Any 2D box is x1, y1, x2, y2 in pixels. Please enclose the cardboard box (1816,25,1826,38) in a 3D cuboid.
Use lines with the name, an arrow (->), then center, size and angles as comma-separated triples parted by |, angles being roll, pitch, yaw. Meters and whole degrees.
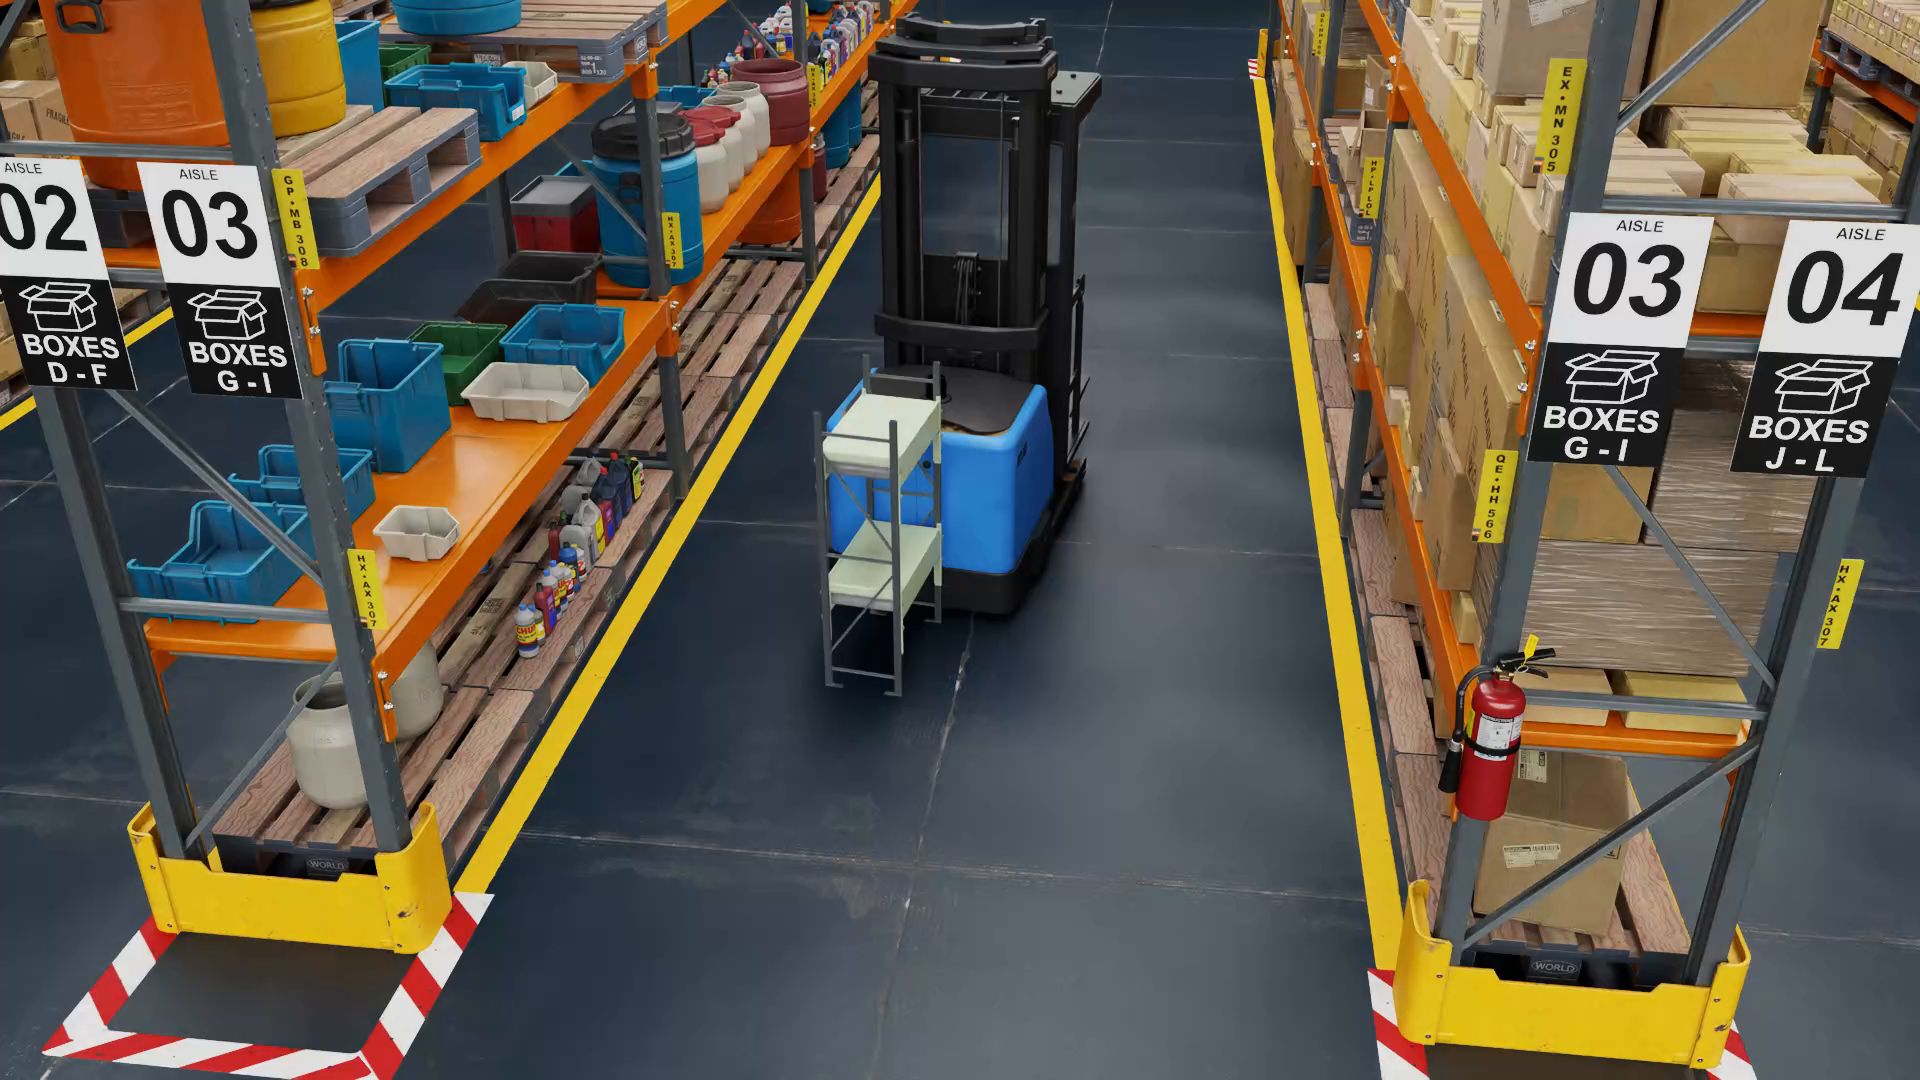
cardboard box -> 8.354, -4.924, 15.992 | 0.380, 0.149, 0.250 | 3, 28, 5

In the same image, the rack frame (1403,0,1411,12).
rack frame -> 2.737, -3.970, 7.631 | 1.000, 3.000, 0.127 | 3, 28, 6

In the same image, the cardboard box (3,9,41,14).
cardboard box -> -10.926, -6.109, 19.435 | 0.380, 0.149, 0.250 | 4, 29, 7

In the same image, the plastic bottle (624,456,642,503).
plastic bottle -> -1.910, -0.369, 9.672 | 0.061, 0.283, 0.133 | 5, 29, 9

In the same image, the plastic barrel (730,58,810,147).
plastic barrel -> -1.444, -3.323, 12.613 | 0.600, 0.536, 0.708 | 3, 28, 6

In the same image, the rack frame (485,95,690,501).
rack frame -> -2.178, -1.617, 9.588 | 1.000, 3.000, 0.127 | 3, 28, 6

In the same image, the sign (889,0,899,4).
sign -> -0.652, -5.471, 16.451 | 0.100, 0.325, 0.005 | 3, 28, 6

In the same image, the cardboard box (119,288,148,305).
cardboard box -> -6.550, -2.022, 12.797 | 0.500, 0.250, 0.500 | 4, 29, 7

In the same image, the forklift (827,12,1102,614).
forklift -> 0.163, -1.578, 9.589 | 1.130, 2.935, 3.031 | 7, 29, 13

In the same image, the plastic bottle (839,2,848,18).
plastic bottle -> -1.129, -4.917, 15.767 | 0.144, 0.351, 0.185 | 3, 28, 6

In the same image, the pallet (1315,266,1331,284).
pallet -> 3.399, -2.351, 13.891 | 1.003, 0.211, 1.213 | 3, 28, 6

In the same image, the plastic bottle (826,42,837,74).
plastic bottle -> -1.131, -4.224, 14.564 | 0.097, 0.271, 0.097 | 0, 28, 0

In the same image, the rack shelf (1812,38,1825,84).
rack shelf -> 8.873, -5.383, 17.339 | 1.077, 0.370, 4.000 | 3, 28, 6

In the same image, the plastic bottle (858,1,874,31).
plastic bottle -> -0.926, -5.123, 16.228 | 0.152, 0.276, 0.135 | 3, 28, 6

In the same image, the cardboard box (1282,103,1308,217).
cardboard box -> 3.449, -3.204, 14.332 | 1.225, 0.875, 0.875 | 3, 29, 6

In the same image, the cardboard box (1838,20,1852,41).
cardboard box -> 8.095, -4.543, 14.843 | 0.380, 0.149, 0.250 | 4, 29, 7

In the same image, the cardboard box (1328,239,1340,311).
cardboard box -> 3.165, -1.988, 12.450 | 0.700, 0.500, 0.500 | 2, 28, 4

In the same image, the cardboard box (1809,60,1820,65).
cardboard box -> 9.239, -5.077, 17.948 | 0.380, 0.149, 0.250 | 4, 29, 8

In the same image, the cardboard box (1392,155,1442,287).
cardboard box -> 2.370, -1.511, 7.920 | 0.500, 0.500, 0.500 | 3, 28, 6

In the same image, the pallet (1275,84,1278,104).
pallet -> 4.035, -4.796, 18.430 | 1.003, 0.211, 1.213 | 3, 28, 6

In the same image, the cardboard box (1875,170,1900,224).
cardboard box -> 8.075, -2.779, 13.939 | 0.500, 0.500, 0.500 | 2, 28, 4

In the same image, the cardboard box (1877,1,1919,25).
cardboard box -> 7.997, -4.446, 14.035 | 0.380, 0.149, 0.250 | 3, 28, 6

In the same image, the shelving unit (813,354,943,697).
shelving unit -> -0.387, -0.074, 8.305 | 0.431, 1.500, 0.755 | 7, 29, 13

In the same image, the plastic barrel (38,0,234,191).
plastic barrel -> -2.735, -1.664, 5.619 | 0.600, 0.830, 0.708 | 3, 28, 6

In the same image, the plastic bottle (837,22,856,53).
plastic bottle -> -1.049, -4.651, 15.351 | 0.152, 0.276, 0.135 | 3, 28, 6

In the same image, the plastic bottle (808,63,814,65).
plastic bottle -> -1.258, -3.848, 13.860 | 0.152, 0.276, 0.135 | 3, 28, 6

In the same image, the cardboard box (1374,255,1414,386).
cardboard box -> 2.525, -1.062, 8.140 | 0.875, 0.500, 0.500 | 3, 28, 6

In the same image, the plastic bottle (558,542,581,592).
plastic bottle -> -2.058, 0.135, 8.750 | 0.097, 0.271, 0.097 | 0, 28, 0

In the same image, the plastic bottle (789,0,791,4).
plastic bottle -> -1.666, -5.183, 16.331 | 0.061, 0.283, 0.133 | 3, 28, 6

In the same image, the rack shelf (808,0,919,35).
rack shelf -> -0.953, -6.007, 18.496 | 1.077, 0.370, 4.000 | 3, 28, 6

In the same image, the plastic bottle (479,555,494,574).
plastic bottle -> -2.614, 0.030, 8.939 | 0.152, 0.276, 0.135 | 3, 28, 6

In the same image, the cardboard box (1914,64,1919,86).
cardboard box -> 7.871, -3.691, 13.260 | 0.380, 0.149, 0.250 | 2, 28, 4

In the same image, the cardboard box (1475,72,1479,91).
cardboard box -> 2.218, -1.763, 6.435 | 0.380, 0.149, 0.250 | 2, 28, 4

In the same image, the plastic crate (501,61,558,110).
plastic crate -> -1.974, -2.042, 7.493 | 0.243, 0.136, 0.396 | 3, 28, 6

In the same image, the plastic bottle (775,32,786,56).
plastic bottle -> -1.649, -4.556, 15.253 | 0.097, 0.201, 0.097 | 0, 28, 0

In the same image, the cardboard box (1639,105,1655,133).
cardboard box -> 2.704, -1.602, 6.137 | 0.380, 0.149, 0.250 | 2, 28, 4

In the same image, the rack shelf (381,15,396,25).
rack shelf -> -6.359, -4.414, 15.539 | 1.077, 0.370, 4.000 | 3, 28, 6

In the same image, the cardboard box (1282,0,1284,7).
cardboard box -> 3.555, -5.631, 17.304 | 0.380, 0.149, 0.250 | 4, 29, 7

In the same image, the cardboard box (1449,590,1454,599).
cardboard box -> 2.134, 0.163, 6.549 | 0.380, 0.149, 0.250 | 3, 28, 6

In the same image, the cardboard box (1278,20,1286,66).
cardboard box -> 4.209, -5.921, 19.375 | 0.875, 0.875, 0.875 | 3, 28, 6

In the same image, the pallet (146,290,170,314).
pallet -> -6.743, -2.176, 13.567 | 1.003, 0.211, 1.213 | 3, 28, 6

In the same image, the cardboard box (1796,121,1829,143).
cardboard box -> 8.351, -3.986, 16.236 | 0.380, 0.149, 0.250 | 4, 29, 7

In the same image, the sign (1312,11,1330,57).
sign -> 2.676, -3.752, 12.331 | 0.100, 0.325, 0.005 | 3, 28, 6

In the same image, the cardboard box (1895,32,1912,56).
cardboard box -> 7.933, -4.069, 13.649 | 0.380, 0.149, 0.250 | 3, 28, 5

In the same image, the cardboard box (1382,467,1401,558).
cardboard box -> 2.649, -0.227, 9.202 | 0.500, 0.500, 0.500 | 3, 28, 5

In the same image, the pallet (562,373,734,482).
pallet -> -2.121, -0.761, 10.940 | 1.003, 0.211, 1.213 | 3, 28, 6

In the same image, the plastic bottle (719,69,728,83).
plastic bottle -> -1.990, -3.835, 13.915 | 0.097, 0.201, 0.097 | 0, 28, 0

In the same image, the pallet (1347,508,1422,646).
pallet -> 2.690, 0.217, 9.125 | 1.003, 0.211, 1.213 | 3, 28, 6

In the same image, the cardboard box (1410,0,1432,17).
cardboard box -> 2.392, -2.624, 8.033 | 0.380, 0.149, 0.250 | 3, 28, 5

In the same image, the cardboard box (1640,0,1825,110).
cardboard box -> 2.697, -1.845, 5.903 | 0.500, 0.500, 0.500 | 3, 28, 6

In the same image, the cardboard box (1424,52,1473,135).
cardboard box -> 2.297, -1.904, 7.117 | 0.500, 0.250, 0.500 | 2, 28, 4

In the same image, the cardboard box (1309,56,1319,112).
cardboard box -> 3.109, -3.737, 13.418 | 0.500, 0.500, 0.500 | 3, 28, 6

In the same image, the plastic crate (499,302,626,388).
plastic crate -> -2.044, -1.014, 8.627 | 0.499, 0.251, 0.616 | 3, 28, 6

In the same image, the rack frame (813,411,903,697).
rack frame -> -0.482, 0.094, 7.994 | 0.400, 1.500, 0.023 | 7, 29, 13
